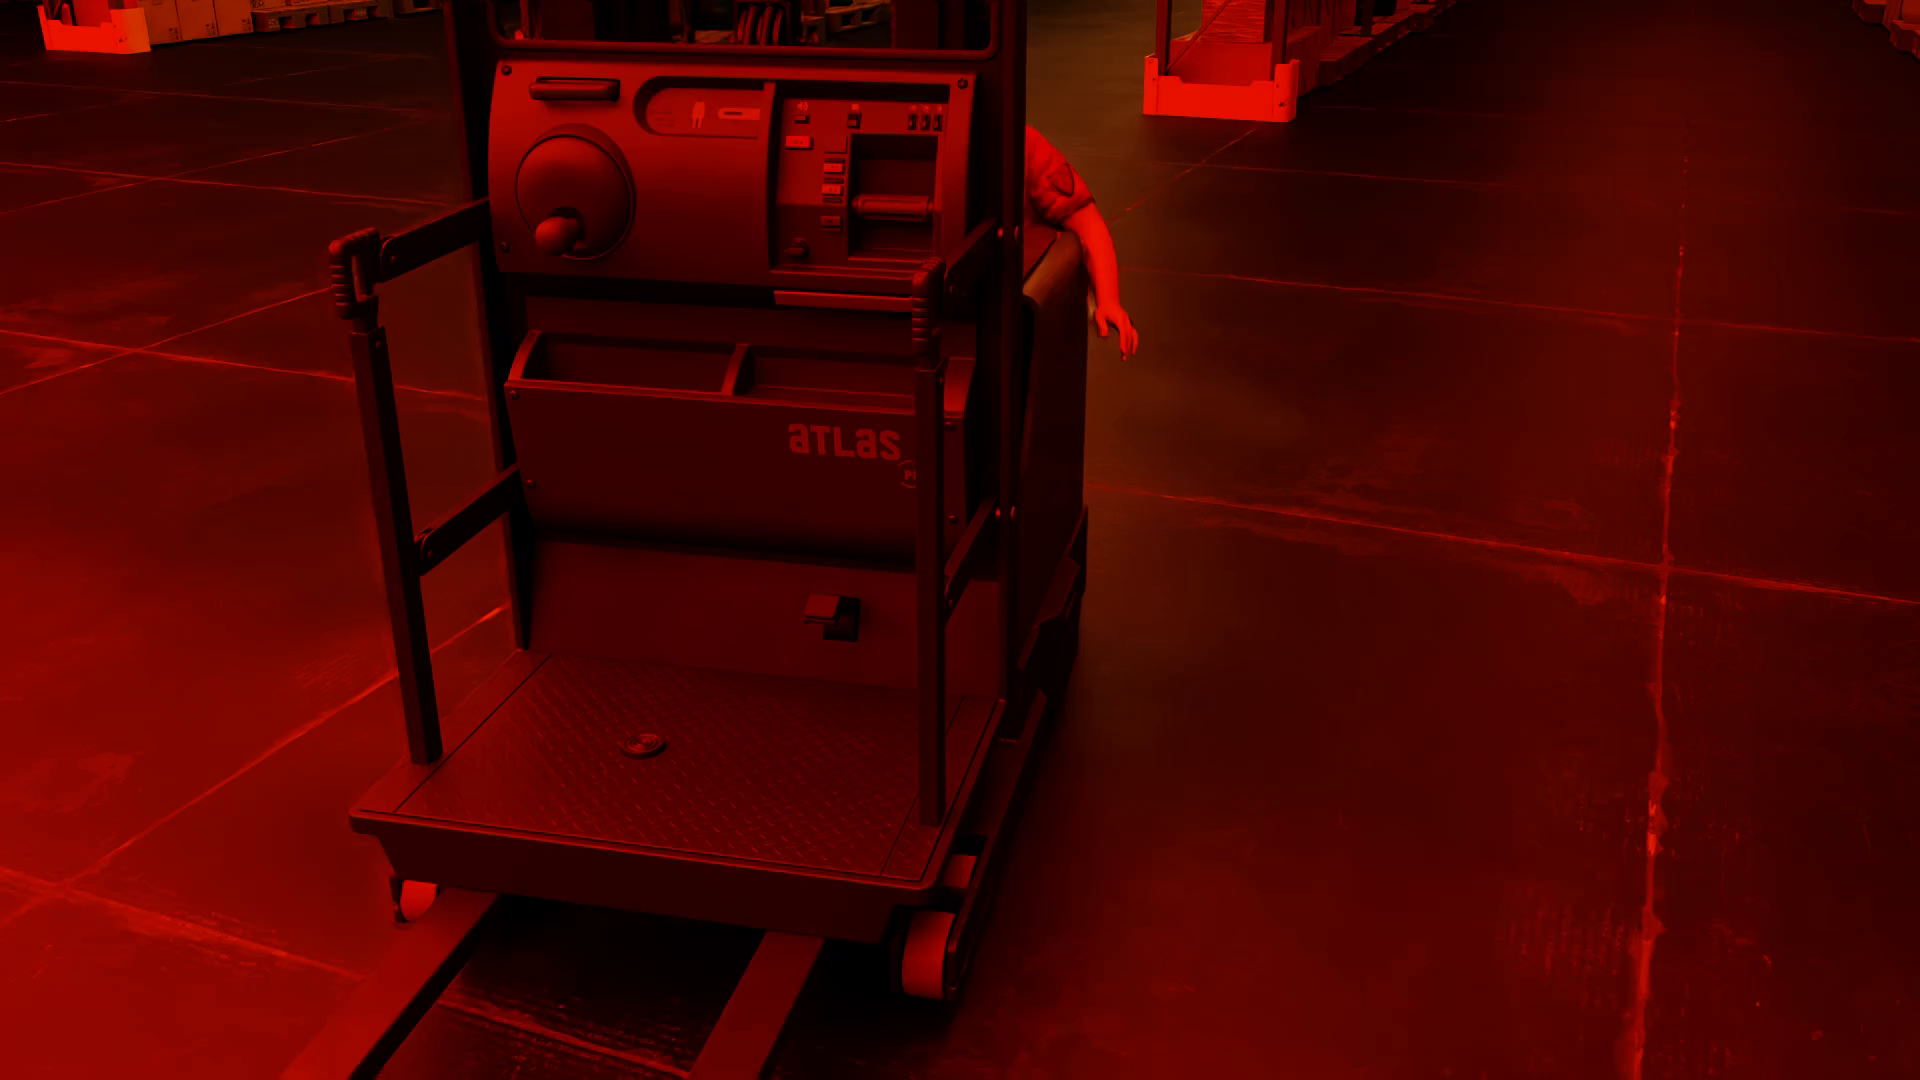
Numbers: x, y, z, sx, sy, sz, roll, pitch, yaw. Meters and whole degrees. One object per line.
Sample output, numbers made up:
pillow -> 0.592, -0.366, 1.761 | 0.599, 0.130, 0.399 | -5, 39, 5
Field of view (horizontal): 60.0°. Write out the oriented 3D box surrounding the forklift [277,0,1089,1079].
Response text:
forklift -> -0.475, -0.663, 2.879 | 1.130, 2.935, 3.031 | 5, 23, 12

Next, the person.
person -> -0.029, -0.430, 4.143 | 0.859, 1.637, 0.650 | -5, 23, -12
